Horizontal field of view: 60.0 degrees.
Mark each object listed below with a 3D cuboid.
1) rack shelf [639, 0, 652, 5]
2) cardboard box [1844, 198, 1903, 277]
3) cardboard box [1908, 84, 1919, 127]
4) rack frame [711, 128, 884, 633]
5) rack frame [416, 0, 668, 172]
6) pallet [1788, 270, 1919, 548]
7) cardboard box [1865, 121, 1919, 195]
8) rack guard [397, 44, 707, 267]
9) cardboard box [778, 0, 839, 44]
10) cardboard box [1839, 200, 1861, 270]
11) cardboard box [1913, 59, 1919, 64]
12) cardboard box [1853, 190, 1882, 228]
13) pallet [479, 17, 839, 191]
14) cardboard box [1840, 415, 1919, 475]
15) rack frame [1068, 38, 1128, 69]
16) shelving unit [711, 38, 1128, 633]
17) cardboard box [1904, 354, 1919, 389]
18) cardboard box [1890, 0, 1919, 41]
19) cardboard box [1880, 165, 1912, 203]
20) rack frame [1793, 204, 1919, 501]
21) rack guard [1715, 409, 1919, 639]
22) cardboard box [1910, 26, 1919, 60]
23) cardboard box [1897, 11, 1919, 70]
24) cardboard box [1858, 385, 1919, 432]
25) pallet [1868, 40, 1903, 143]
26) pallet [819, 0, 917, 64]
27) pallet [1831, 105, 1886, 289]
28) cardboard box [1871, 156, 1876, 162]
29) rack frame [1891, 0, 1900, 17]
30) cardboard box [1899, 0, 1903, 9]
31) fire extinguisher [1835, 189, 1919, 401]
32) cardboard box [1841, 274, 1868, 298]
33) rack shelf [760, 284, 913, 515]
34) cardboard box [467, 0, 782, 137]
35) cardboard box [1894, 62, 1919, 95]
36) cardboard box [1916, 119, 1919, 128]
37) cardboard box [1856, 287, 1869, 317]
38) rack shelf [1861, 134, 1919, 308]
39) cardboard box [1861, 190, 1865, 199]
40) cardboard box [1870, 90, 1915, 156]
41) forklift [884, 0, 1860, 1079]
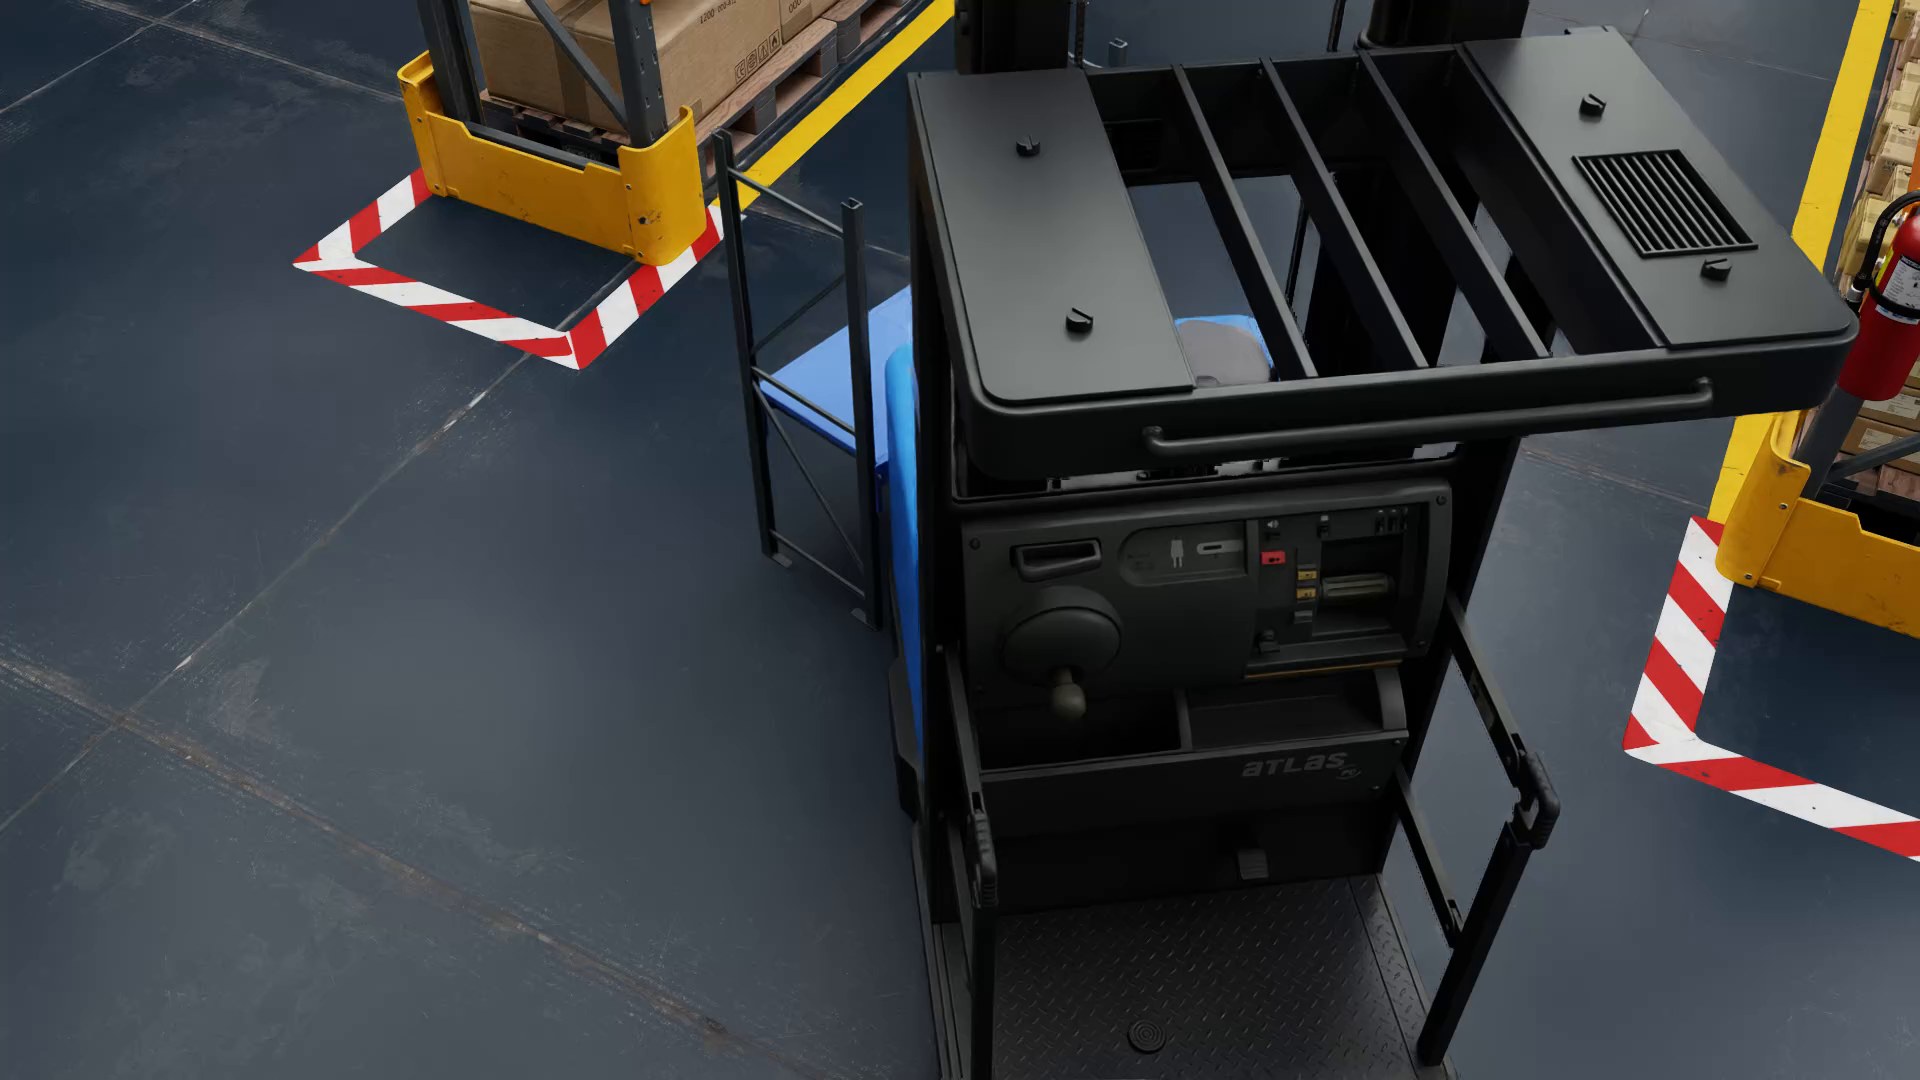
[{"bbox_3d":[-0.615,-3.392,7.000,1.077,0.370,4.000,20,49,19],"label":"rack shelf"},{"bbox_3d":[3.084,-0.931,5.352,0.380,0.149,0.250,19,48,18],"label":"cardboard box"},{"bbox_3d":[3.653,-1.565,5.978,0.380,0.149,0.250,21,49,19],"label":"cardboard box"},{"bbox_3d":[-0.425,-0.377,4.568,0.500,1.500,0.032,33,54,28],"label":"rack frame"},{"bbox_3d":[-1.544,-2.385,5.499,1.000,3.000,0.127,20,49,19],"label":"rack frame"},{"bbox_3d":[3.331,-0.382,5.480,1.003,0.211,1.213,20,49,19],"label":"pallet"},{"bbox_3d":[3.336,-1.261,5.678,0.380,0.149,0.250,22,49,20],"label":"cardboard box"},{"bbox_3d":[-1.555,-1.492,6.373,1.175,0.500,0.348,20,49,19],"label":"rack guard"},{"bbox_3d":[-0.909,-2.660,7.277,0.875,0.438,0.875,22,49,20],"label":"cardboard box"},{"bbox_3d":[3.342,-1.035,5.873,0.380,0.149,0.250,18,48,17],"label":"cardboard box"},{"bbox_3d":[4.024,-1.839,6.668,0.380,0.149,0.250,19,48,18],"label":"cardboard box"},{"bbox_3d":[3.348,-1.150,5.778,0.380,0.149,0.250,21,49,20],"label":"cardboard box"},{"bbox_3d":[-1.242,-1.935,7.014,1.003,0.211,1.213,20,49,19],"label":"pallet"},{"bbox_3d":[2.947,-0.361,5.207,0.380,0.149,0.250,21,49,20],"label":"cardboard box"},{"bbox_3d":[0.256,-0.914,5.099,0.500,1.500,0.032,33,54,28],"label":"rack frame"},{"bbox_3d":[-0.084,-0.645,4.833,0.538,1.500,1.048,33,54,28],"label":"shelving unit"},{"bbox_3d":[2.909,-0.586,5.012,0.380,0.149,0.250,21,49,19],"label":"cardboard box"},{"bbox_3d":[4.167,-2.189,7.014,0.380,0.149,0.250,22,49,20],"label":"cardboard box"},{"bbox_3d":[3.260,-1.073,5.492,0.380,0.149,0.250,19,48,18],"label":"cardboard box"},{"bbox_3d":[2.887,-0.815,3.946,1.000,3.000,0.127,20,49,19],"label":"rack frame"},{"bbox_3d":[2.923,0.016,4.883,1.175,0.500,0.348,20,49,19],"label":"rack guard"},{"bbox_3d":[3.855,-1.906,6.315,0.380,0.149,0.250,21,49,20],"label":"cardboard box"},{"bbox_3d":[4.098,-2.015,6.842,0.380,0.149,0.250,20,49,19],"label":"cardboard box"},{"bbox_3d":[2.880,-0.491,5.127,0.380,0.149,0.250,19,48,18],"label":"cardboard box"},{"bbox_3d":[4.464,-1.920,6.999,1.003,0.211,1.213,20,49,19],"label":"pallet"},{"bbox_3d":[-0.675,-2.700,7.770,1.003,0.211,1.213,20,49,19],"label":"pallet"},{"bbox_3d":[3.899,-1.148,6.236,1.003,0.211,1.213,20,49,19],"label":"pallet"},{"bbox_3d":[3.724,-1.526,6.358,0.380,0.149,0.250,19,48,18],"label":"cardboard box"},{"bbox_3d":[4.744,-3.335,6.437,1.000,3.000,0.127,20,49,19],"label":"rack frame"},{"bbox_3d":[4.291,-2.357,7.179,0.380,0.149,0.250,18,48,17],"label":"cardboard box"},{"bbox_3d":[2.362,-0.650,4.100,0.296,0.674,0.183,20,49,19],"label":"fire extinguisher"},{"bbox_3d":[3.119,-0.819,5.451,0.380,0.149,0.250,19,48,17],"label":"cardboard box"},{"bbox_3d":[-0.084,-0.519,4.961,0.538,0.185,1.000,33,54,28],"label":"rack shelf"},{"bbox_3d":[-1.326,-2.081,6.704,0.875,0.438,0.875,19,48,18],"label":"cardboard box"},{"bbox_3d":[3.724,-1.635,6.257,0.380,0.149,0.250,20,49,19],"label":"cardboard box"},{"bbox_3d":[3.556,-1.390,5.806,0.380,0.149,0.250,19,48,18],"label":"cardboard box"},{"bbox_3d":[3.049,-0.638,5.272,0.380,0.149,0.250,19,48,18],"label":"cardboard box"},{"bbox_3d":[3.816,-1.822,5.447,1.077,0.370,4.000,20,49,19],"label":"rack shelf"},{"bbox_3d":[3.486,-1.201,6.037,0.380,0.149,0.250,21,49,20],"label":"cardboard box"},{"bbox_3d":[3.587,-1.488,6.112,0.380,0.149,0.250,21,49,19],"label":"cardboard box"},{"bbox_3d":[0.497,0.206,2.985,1.130,2.935,3.031,-5,46,-5],"label":"forklift"}]
